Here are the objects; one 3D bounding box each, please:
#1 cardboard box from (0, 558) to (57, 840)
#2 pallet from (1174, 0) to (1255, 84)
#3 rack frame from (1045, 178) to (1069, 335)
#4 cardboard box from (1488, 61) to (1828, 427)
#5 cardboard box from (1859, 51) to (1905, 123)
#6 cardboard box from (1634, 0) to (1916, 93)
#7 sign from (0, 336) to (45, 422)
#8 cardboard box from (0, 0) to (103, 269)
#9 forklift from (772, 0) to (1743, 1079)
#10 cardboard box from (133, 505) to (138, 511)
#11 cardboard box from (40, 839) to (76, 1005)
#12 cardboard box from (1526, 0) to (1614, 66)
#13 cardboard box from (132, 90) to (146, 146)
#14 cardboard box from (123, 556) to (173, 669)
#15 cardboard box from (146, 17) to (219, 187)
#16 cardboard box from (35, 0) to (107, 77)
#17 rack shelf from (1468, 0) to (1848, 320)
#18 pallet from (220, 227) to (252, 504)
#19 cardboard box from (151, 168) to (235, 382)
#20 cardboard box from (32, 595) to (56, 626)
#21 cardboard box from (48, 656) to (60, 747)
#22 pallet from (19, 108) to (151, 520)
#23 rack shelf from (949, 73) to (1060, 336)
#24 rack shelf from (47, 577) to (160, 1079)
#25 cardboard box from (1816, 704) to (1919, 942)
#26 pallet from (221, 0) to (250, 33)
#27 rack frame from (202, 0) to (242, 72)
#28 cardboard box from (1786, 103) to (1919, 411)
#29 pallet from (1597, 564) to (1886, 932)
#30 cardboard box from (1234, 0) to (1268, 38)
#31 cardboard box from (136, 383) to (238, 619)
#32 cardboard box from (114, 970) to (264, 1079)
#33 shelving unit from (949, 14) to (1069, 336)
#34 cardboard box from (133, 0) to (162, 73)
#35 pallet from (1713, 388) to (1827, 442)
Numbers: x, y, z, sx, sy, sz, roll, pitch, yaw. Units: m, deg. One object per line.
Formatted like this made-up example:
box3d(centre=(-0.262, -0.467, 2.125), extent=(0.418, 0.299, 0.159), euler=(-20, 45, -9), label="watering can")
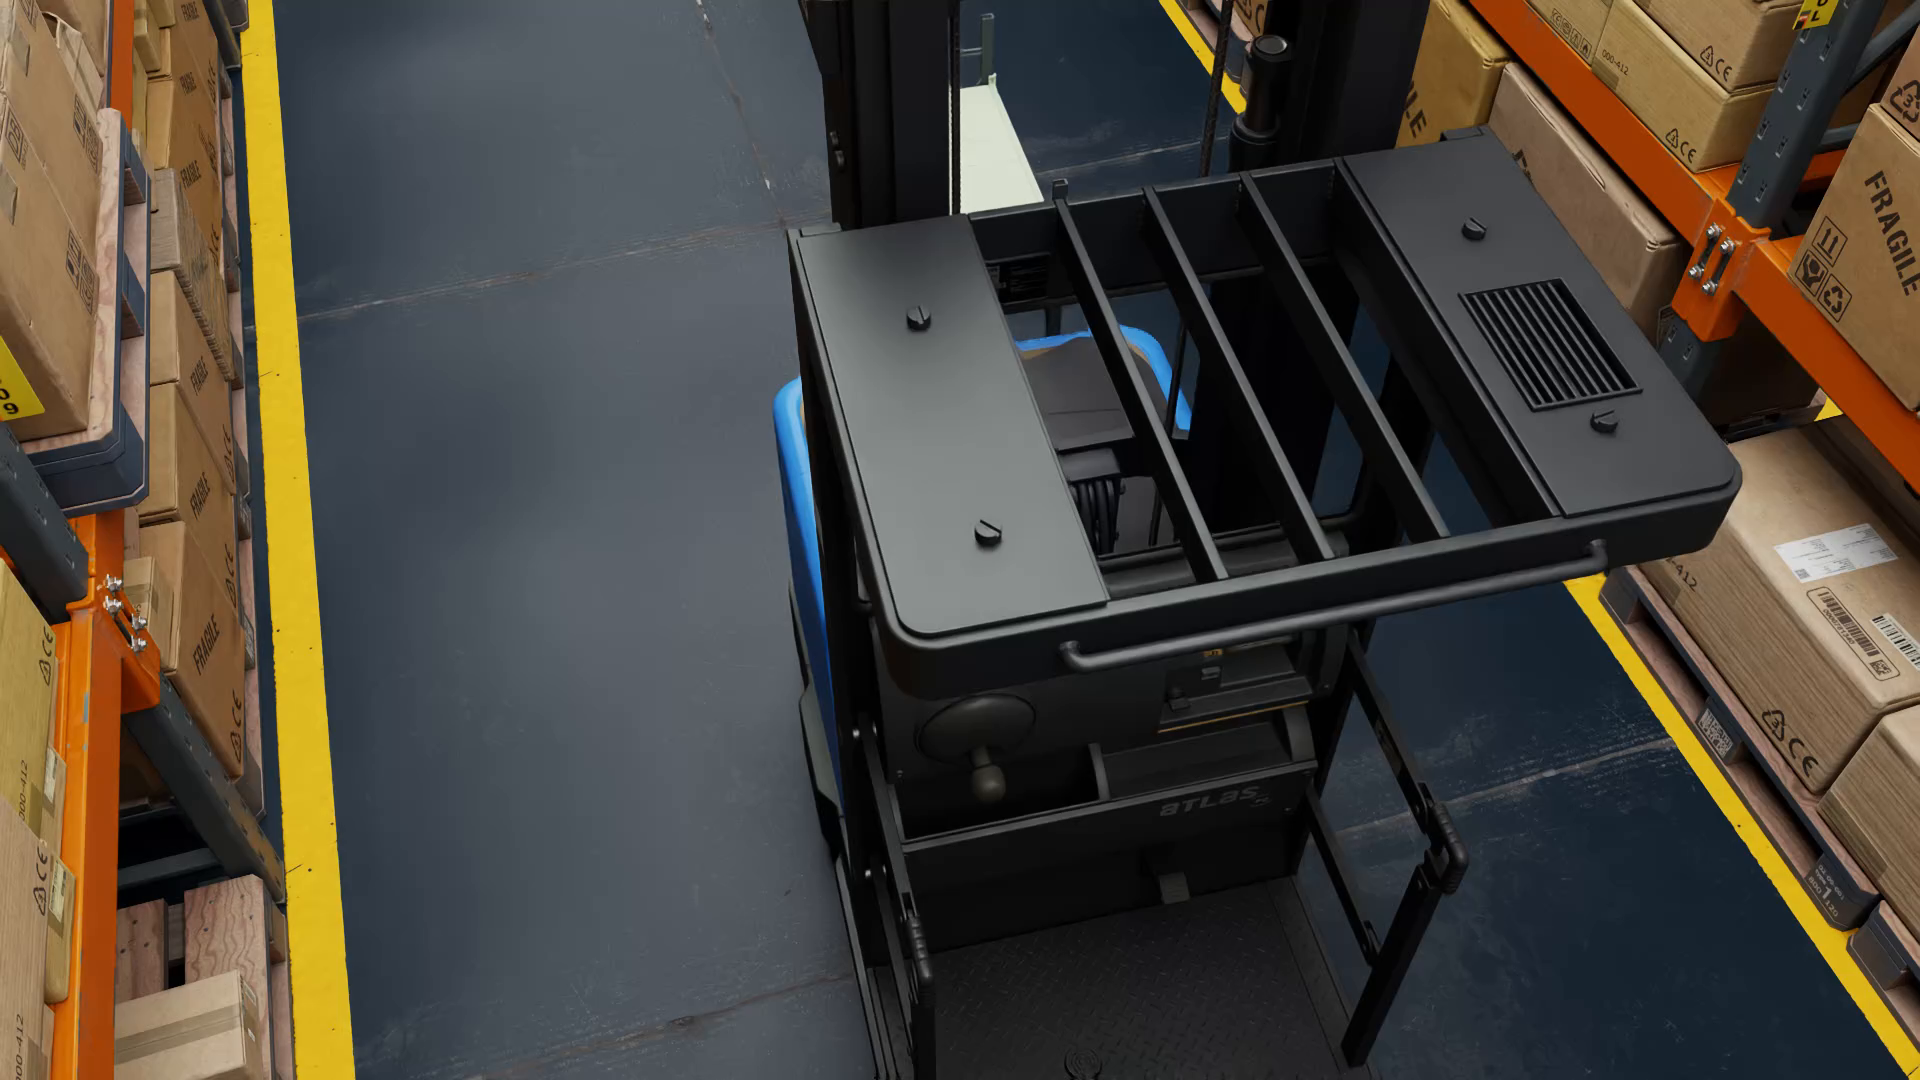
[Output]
box3d(centre=(-1.907, 0.341, 2.904), extent=(0.500, 0.250, 0.500), euler=(-12, 51, -10), label="cardboard box")
box3d(centre=(1.429, -2.483, 7.205), extent=(1.003, 0.211, 1.213), euler=(-13, 51, -11), label="pallet")
box3d(centre=(0.065, -0.349, 4.563), extent=(0.400, 1.500, 0.023), euler=(-10, 51, -9), label="rack frame")
box3d(centre=(2.191, -0.939, 5.194), extent=(0.875, 0.875, 0.875), euler=(-12, 51, -10), label="cardboard box")
box3d(centre=(2.572, -1.386, 4.555), extent=(0.500, 0.250, 0.500), euler=(-14, 51, -12), label="cardboard box")
box3d(centre=(2.088, -1.433, 4.268), extent=(0.500, 0.250, 0.500), euler=(-13, 51, -11), label="cardboard box")
box3d(centre=(-1.774, -0.336, 3.005), extent=(0.100, 0.325, 0.005), euler=(-13, 51, -11), label="sign")
box3d(centre=(-2.373, -0.878, 3.688), extent=(0.700, 0.500, 0.500), euler=(-13, 51, -11), label="cardboard box")
box3d(centre=(0.350, 0.353, 3.036), extent=(1.130, 2.935, 3.031), euler=(-10, 51, -9), label="forklift")
box3d(centre=(-2.385, -0.159, 4.358), extent=(0.380, 0.149, 0.250), euler=(-16, 52, -13), label="cardboard box")
box3d(centre=(-1.757, 0.698, 2.864), extent=(0.380, 0.149, 0.250), euler=(-12, 51, -10), label="cardboard box")
box3d(centre=(1.927, -1.648, 4.775), extent=(0.500, 0.250, 0.500), euler=(-14, 51, -11), label="cardboard box")
box3d(centre=(-2.830, -1.305, 5.325), extent=(0.380, 0.149, 0.250), euler=(-14, 51, -12), label="cardboard box")
box3d(centre=(-2.142, 0.211, 4.047), extent=(0.380, 0.149, 0.250), euler=(-11, 51, -9), label="cardboard box")
box3d(centre=(-3.005, -1.551, 5.956), extent=(0.500, 0.500, 0.500), euler=(-14, 51, -12), label="cardboard box")
box3d(centre=(-2.605, -1.451, 4.172), extent=(0.700, 0.500, 0.500), euler=(-14, 51, -11), label="cardboard box")
box3d(centre=(1.859, -2.282, 5.683), extent=(1.077, 0.370, 4.000), euler=(-13, 51, -11), label="rack shelf")
box3d(centre=(-2.931, -0.508, 5.540), extent=(1.003, 0.211, 1.213), euler=(-13, 51, -11), label="pallet")
box3d(centre=(-2.676, -0.795, 5.318), extent=(0.500, 0.500, 0.500), euler=(-15, 51, -12), label="cardboard box")
box3d(centre=(-2.200, 0.128, 3.921), extent=(0.380, 0.149, 0.250), euler=(-14, 51, -12), label="cardboard box")
box3d(centre=(-1.955, 0.328, 3.176), extent=(0.380, 0.149, 0.250), euler=(-13, 51, -10), label="cardboard box")
box3d(centre=(-2.422, -0.475, 3.814), extent=(1.003, 0.211, 1.213), euler=(-13, 51, -11), label="pallet")
box3d(centre=(-0.019, -0.873, 4.495), extent=(0.431, 0.370, 0.720), euler=(-10, 51, -9), label="rack shelf")
box3d(centre=(-1.699, 1.764, 2.271), extent=(1.077, 0.370, 4.000), euler=(-13, 51, -11), label="rack shelf")
box3d(centre=(2.799, 0.774, 4.037), extent=(0.875, 0.438, 0.875), euler=(-15, 51, -12), label="cardboard box")
box3d(centre=(-3.679, -2.561, 7.271), extent=(1.003, 0.211, 1.213), euler=(-13, 51, -11), label="pallet")
box3d(centre=(-3.473, -2.850, 5.691), extent=(1.000, 3.000, 0.127), euler=(-13, 51, -11), label="rack frame")
box3d(centre=(2.339, -0.684, 3.799), extent=(0.500, 0.500, 0.500), euler=(-12, 51, -10), label="cardboard box")
box3d(centre=(2.600, 0.418, 4.759), extent=(1.003, 0.211, 1.213), euler=(-13, 51, -11), label="pallet")
box3d(centre=(1.652, -2.250, 6.300), extent=(0.875, 0.875, 0.875), euler=(-13, 51, -11), label="cardboard box")
box3d(centre=(-2.385, -0.049, 4.690), extent=(0.500, 0.500, 0.500), euler=(-14, 51, -11), label="cardboard box")
box3d(centre=(-1.845, 1.196, 3.870), extent=(0.380, 0.149, 0.250), euler=(-15, 51, -12), label="cardboard box")
box3d(centre=(-0.019, -0.621, 4.793), extent=(0.431, 1.500, 0.755), euler=(-10, 51, -9), label="shelving unit")
box3d(centre=(-2.939, -1.691, 5.649), extent=(0.380, 0.149, 0.250), euler=(-15, 51, -12), label="cardboard box")
box3d(centre=(2.150, -0.701, 5.703), extent=(1.003, 0.211, 1.213), euler=(-13, 51, -11), label="pallet")
